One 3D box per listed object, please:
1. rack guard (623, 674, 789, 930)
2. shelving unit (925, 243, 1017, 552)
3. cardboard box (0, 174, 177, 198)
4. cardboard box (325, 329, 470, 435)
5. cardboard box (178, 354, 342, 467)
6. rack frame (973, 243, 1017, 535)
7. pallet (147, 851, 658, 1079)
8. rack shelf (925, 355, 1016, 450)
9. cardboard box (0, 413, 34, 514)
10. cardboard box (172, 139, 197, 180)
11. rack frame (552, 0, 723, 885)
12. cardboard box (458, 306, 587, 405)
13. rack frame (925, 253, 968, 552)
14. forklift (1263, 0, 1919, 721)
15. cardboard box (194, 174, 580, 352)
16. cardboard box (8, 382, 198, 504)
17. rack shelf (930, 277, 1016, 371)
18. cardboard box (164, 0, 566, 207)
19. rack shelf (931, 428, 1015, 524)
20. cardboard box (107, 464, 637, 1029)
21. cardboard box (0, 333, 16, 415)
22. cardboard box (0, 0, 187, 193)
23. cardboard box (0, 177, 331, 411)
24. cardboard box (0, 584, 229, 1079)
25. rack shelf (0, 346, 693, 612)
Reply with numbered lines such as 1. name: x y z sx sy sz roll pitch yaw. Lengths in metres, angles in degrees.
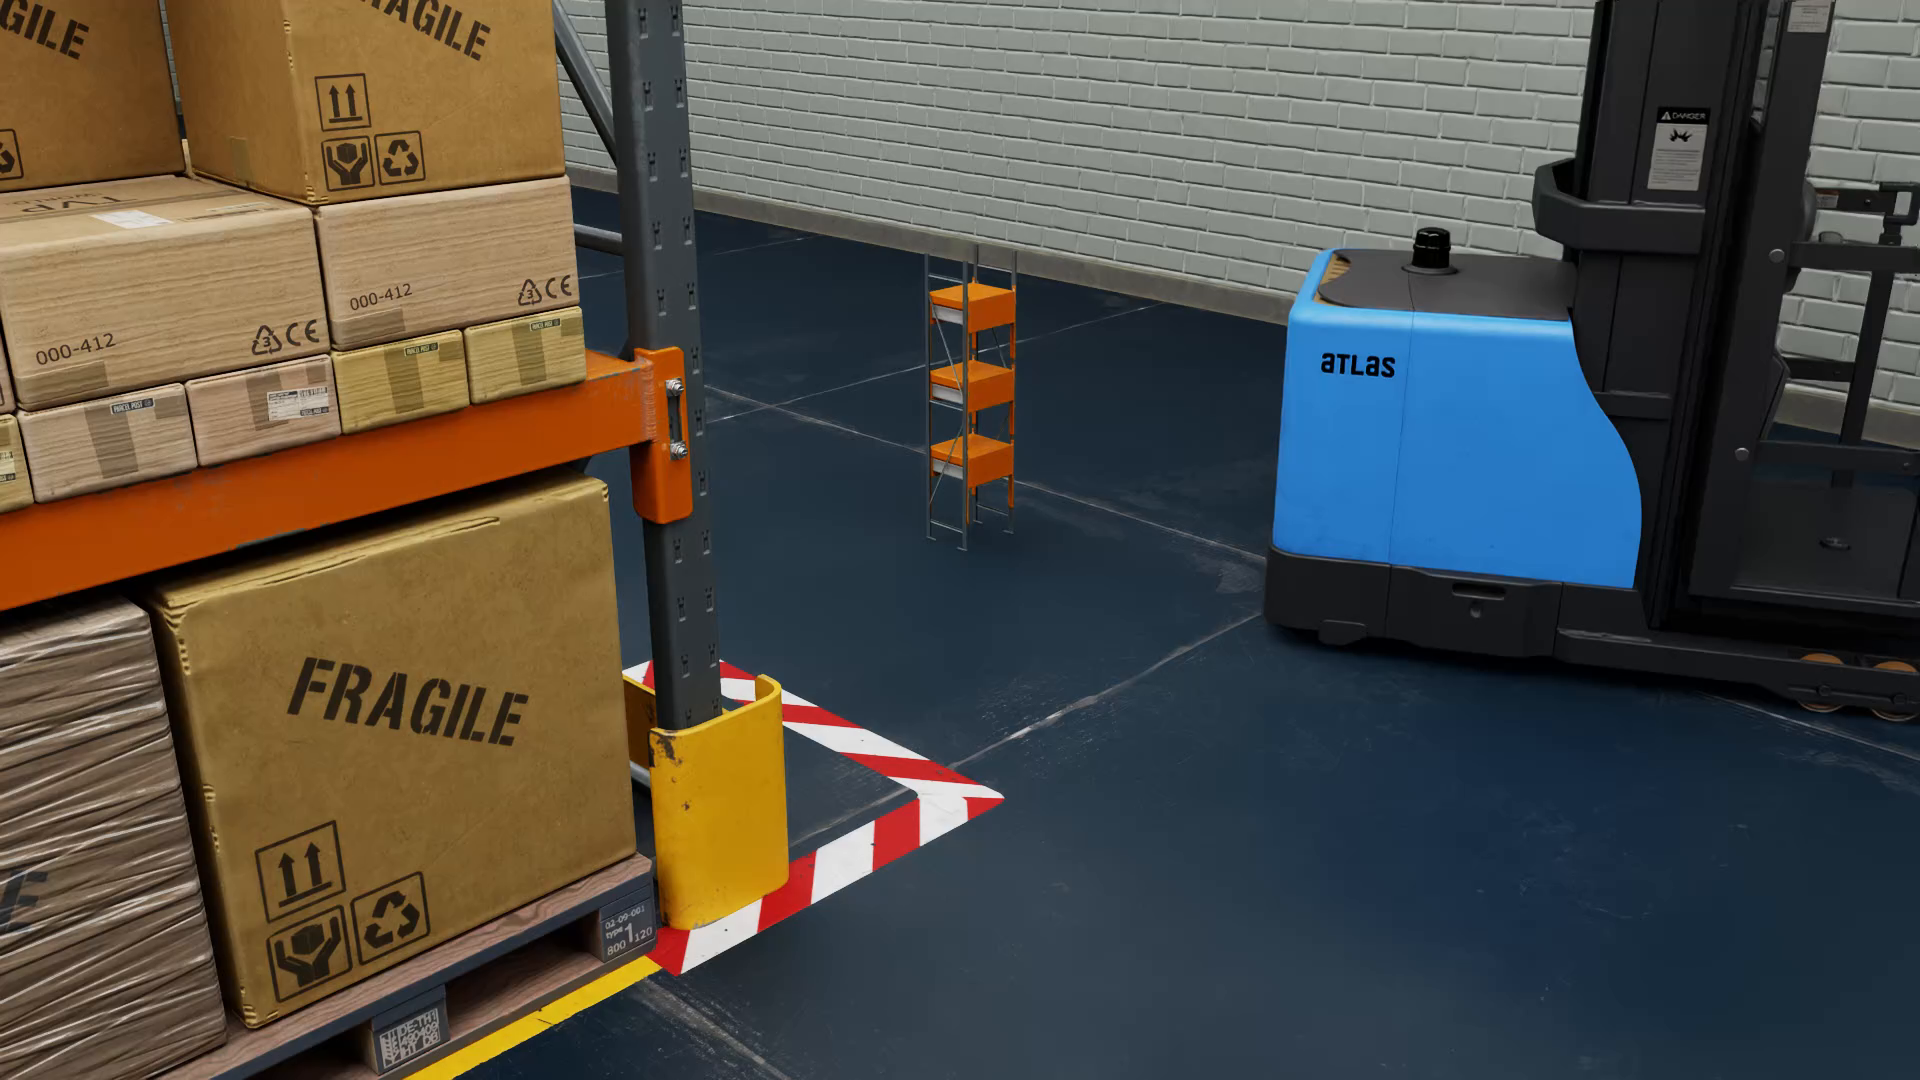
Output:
1. rack guard: -0.920 0.471 4.151 1.175 0.500 0.348 19 28 41
2. shelving unit: 0.037 -0.504 5.922 0.215 1.050 0.252 19 28 41
3. cardboard box: -1.823 -0.567 3.163 0.500 0.250 0.500 19 28 40
4. cardboard box: -1.129 -0.331 3.104 0.380 0.149 0.250 20 28 41
5. cardboard box: -1.306 -0.266 2.936 0.380 0.149 0.250 19 28 41
6. rack frame: 0.122 -0.535 6.004 0.200 1.050 0.008 19 28 41
7. pallet: -1.438 0.838 3.601 1.003 0.211 1.213 19 28 41
8. rack shelf: 0.037 -0.494 5.926 0.215 0.259 0.240 19 28 41
9. cardboard box: -1.660 -0.135 2.595 0.380 0.149 0.250 18 28 39
10. cardboard box: -1.465 -0.702 3.515 0.500 0.250 0.500 18 28 39
11. rack frame: -0.936 -0.689 3.687 1.000 3.000 0.127 19 28 41
12. cardboard box: -0.949 -0.398 3.279 0.250 0.149 0.380 -20 28 -41
13. rack frame: -0.048 -0.472 5.840 0.200 1.050 0.008 19 28 41
14. forklift: 2.535 -1.065 4.760 3.031 2.935 1.130 6 22 15
15. cardboard box: -1.084 -0.567 3.163 0.500 0.250 0.500 19 28 40
16. cardboard box: -1.481 -0.202 2.770 0.250 0.149 0.380 -20 28 -41
17. rack shelf: 0.037 -0.759 5.824 0.215 0.259 0.240 19 28 41
18. cardboard box: -1.088 -0.917 3.029 0.500 0.500 0.500 20 29 41
19. rack shelf: 0.037 -0.234 6.026 0.215 0.259 0.240 19 28 41
20. cardboard box: -1.326 0.291 3.513 0.875 0.875 0.875 19 28 41
21. cardboard box: -1.793 -0.306 2.484 0.500 0.250 0.500 18 27 39
22. cardboard box: -1.813 -0.924 3.046 0.500 0.500 0.500 18 28 39
23. cardboard box: -1.439 -0.437 2.825 0.500 0.250 0.500 19 28 40
24. cardboard box: -1.960 0.525 2.904 0.875 0.875 0.875 19 28 41
25. rack shelf: -2.332 0.161 2.478 1.077 0.370 4.000 19 28 41
